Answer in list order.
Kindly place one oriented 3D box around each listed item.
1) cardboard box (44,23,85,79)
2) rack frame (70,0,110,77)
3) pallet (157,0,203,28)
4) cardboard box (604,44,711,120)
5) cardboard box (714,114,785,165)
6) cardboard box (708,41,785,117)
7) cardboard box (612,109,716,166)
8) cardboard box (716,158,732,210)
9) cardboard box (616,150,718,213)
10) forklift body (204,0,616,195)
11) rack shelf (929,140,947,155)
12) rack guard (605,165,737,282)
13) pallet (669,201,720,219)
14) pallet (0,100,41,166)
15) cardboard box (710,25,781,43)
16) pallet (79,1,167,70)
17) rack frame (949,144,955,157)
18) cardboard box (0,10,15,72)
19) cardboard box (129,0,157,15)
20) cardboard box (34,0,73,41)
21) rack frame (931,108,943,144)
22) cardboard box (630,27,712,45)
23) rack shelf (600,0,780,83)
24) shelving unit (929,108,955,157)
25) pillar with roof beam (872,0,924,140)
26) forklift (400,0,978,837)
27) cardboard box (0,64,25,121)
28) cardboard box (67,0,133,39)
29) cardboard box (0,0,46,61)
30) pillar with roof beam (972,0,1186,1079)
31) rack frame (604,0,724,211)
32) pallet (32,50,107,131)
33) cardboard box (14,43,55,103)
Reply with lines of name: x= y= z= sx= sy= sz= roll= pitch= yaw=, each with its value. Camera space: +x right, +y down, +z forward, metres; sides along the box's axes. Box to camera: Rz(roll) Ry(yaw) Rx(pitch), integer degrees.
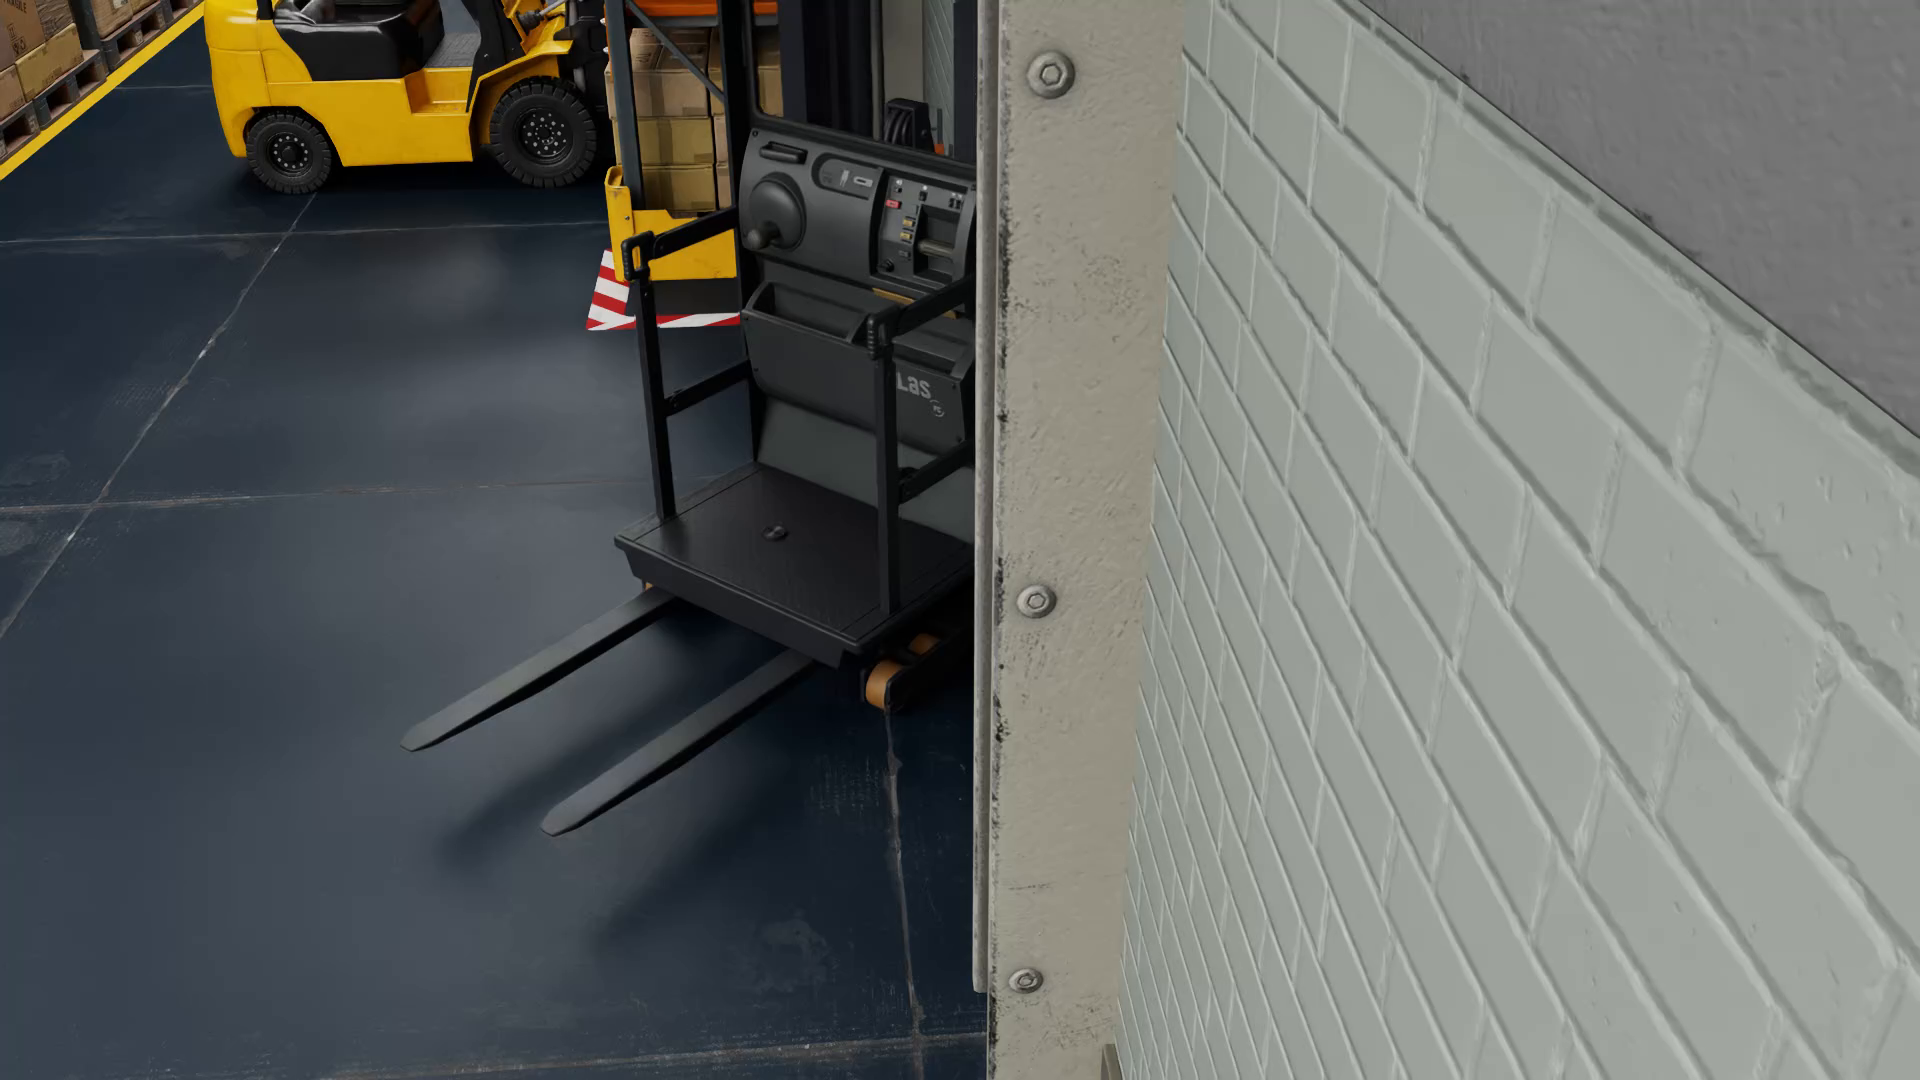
cardboard box: x=-6.181 y=-3.233 z=11.010 sx=0.500 sy=0.250 sz=0.500 roll=-1 pitch=31 yaw=-2
rack frame: x=-6.504 y=-4.522 z=10.896 sx=1.000 sy=3.000 sz=0.127 roll=-3 pitch=31 yaw=-5
pallet: x=-6.695 y=-4.347 z=13.322 sx=1.003 sy=0.211 sz=1.213 roll=-3 pitch=31 yaw=-5
cardboard box: x=-1.542 y=-2.369 z=8.588 sx=0.500 sy=0.250 sz=0.500 roll=-2 pitch=31 yaw=-3
cardboard box: x=-1.026 y=-2.184 z=8.766 sx=0.500 sy=0.250 sz=0.500 roll=-2 pitch=31 yaw=-4
cardboard box: x=-1.045 y=-2.403 z=8.645 sx=0.500 sy=0.250 sz=0.500 roll=-3 pitch=31 yaw=-5
cardboard box: x=-1.545 y=-2.168 z=8.738 sx=0.500 sy=0.250 sz=0.500 roll=-3 pitch=31 yaw=-5
cardboard box: x=-1.040 y=-1.980 z=8.911 sx=0.500 sy=0.250 sz=0.500 roll=-3 pitch=31 yaw=-4
cardboard box: x=-1.547 y=-1.944 z=8.852 sx=0.500 sy=0.250 sz=0.500 roll=-3 pitch=31 yaw=-4
forklift body: x=-3.182 y=-3.236 z=9.570 sx=2.313 sy=2.155 sz=1.214 roll=-3 pitch=31 yaw=-5
rack shelf: x=-0.165 y=-1.485 z=6.800 sx=0.258 sy=0.148 sz=0.480 roll=-3 pitch=31 yaw=-5
rack guard: x=-1.186 y=-1.634 z=8.499 sx=1.175 sy=0.500 sz=0.348 roll=-3 pitch=31 yaw=-5
pallet: x=-1.302 y=-1.911 z=9.244 sx=1.003 sy=0.211 sz=1.213 roll=-3 pitch=31 yaw=-5
pallet: x=-6.289 y=-2.360 z=9.995 sx=1.003 sy=0.211 sz=1.213 roll=-3 pitch=31 yaw=-5
cardboard box: x=-1.095 y=-2.658 z=9.072 sx=0.500 sy=0.250 sz=0.500 roll=-3 pitch=31 yaw=-5
pallet: x=-6.578 y=-3.723 z=12.276 sx=1.003 sy=0.211 sz=1.213 roll=-3 pitch=31 yaw=-5
rack frame: x=-0.140 y=-1.023 z=6.793 sx=0.240 sy=1.200 sz=0.015 roll=-3 pitch=31 yaw=-5
cardboard box: x=-6.083 y=-3.035 z=9.946 sx=0.500 sy=0.500 sz=0.500 roll=-1 pitch=31 yaw=-2
cardboard box: x=-6.626 y=-4.209 z=12.524 sx=0.950 sy=0.372 sz=0.625 roll=-1 pitch=31 yaw=-1
cardboard box: x=-6.181 y=-3.555 z=10.817 sx=0.500 sy=0.500 sz=0.500 roll=-3 pitch=31 yaw=-5
rack frame: x=-0.191 y=-1.272 z=7.210 sx=0.240 sy=1.200 sz=0.015 roll=-3 pitch=31 yaw=-5
cardboard box: x=-1.596 y=-2.629 z=9.024 sx=0.500 sy=0.250 sz=0.500 roll=-2 pitch=31 yaw=-4
rack shelf: x=-1.375 y=-3.432 z=9.772 sx=1.077 sy=0.370 sz=4.000 roll=-3 pitch=31 yaw=-5
shelving unit: x=-0.165 y=-1.148 z=7.001 sx=0.258 sy=1.200 sz=0.503 roll=-3 pitch=31 yaw=-5
pillar with roof beam: x=-4.642 y=-5.488 z=6.662 sx=9.100 sy=9.000 sz=0.400 roll=-3 pitch=31 yaw=-5
forklift: x=-0.451 y=-0.992 z=5.053 sx=1.130 sy=2.935 sz=3.031 roll=21 pitch=37 yaw=31
cardboard box: x=-6.078 y=-2.702 z=10.120 sx=0.500 sy=0.250 sz=0.500 roll=-2 pitch=31 yaw=-4
cardboard box: x=-6.555 y=-3.842 z=11.910 sx=0.950 sy=0.372 sz=0.625 roll=-2 pitch=31 yaw=-4
cardboard box: x=-6.132 y=-3.295 z=10.382 sx=0.500 sy=0.500 sz=0.500 roll=-2 pitch=31 yaw=-4
pillar with roof beam: x=-4.082 y=-2.424 z=1.534 sx=9.100 sy=9.000 sz=0.400 roll=-3 pitch=31 yaw=-5
rack frame: x=-1.188 y=-2.720 z=7.878 sx=1.000 sy=3.000 sz=0.127 roll=-3 pitch=31 yaw=-5
pallet: x=-6.406 y=-2.984 z=11.040 sx=1.003 sy=0.211 sz=1.213 roll=-3 pitch=31 yaw=-5
cardboard box: x=-6.121 y=-2.962 z=10.555 sx=0.500 sy=0.250 sz=0.500 roll=-4 pitch=31 yaw=-6
